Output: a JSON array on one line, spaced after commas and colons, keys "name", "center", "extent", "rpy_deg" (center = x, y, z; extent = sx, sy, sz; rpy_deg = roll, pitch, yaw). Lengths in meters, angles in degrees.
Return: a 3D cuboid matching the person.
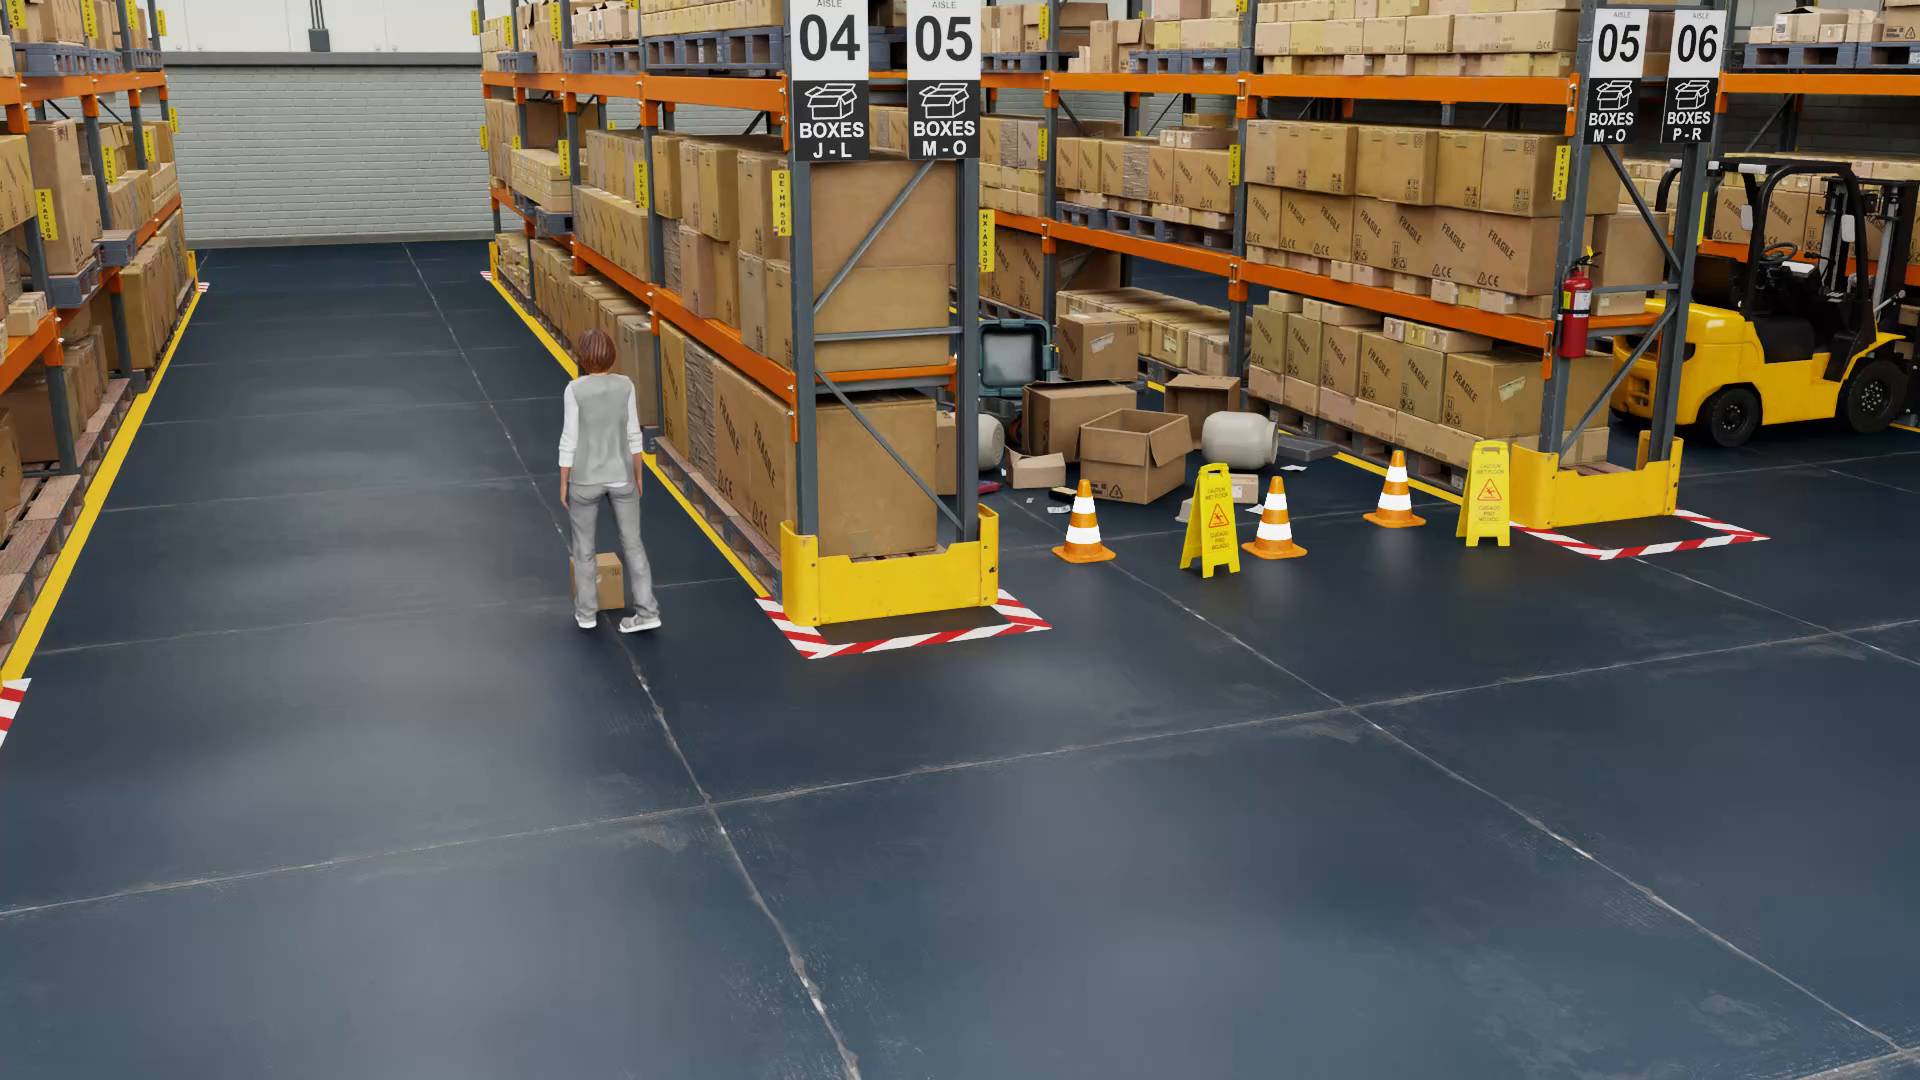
[{"name": "person", "center": [-1.858, -0.293, 8.602], "extent": [0.438, 1.597, 0.523], "rpy_deg": [-8, 18, -26]}]
